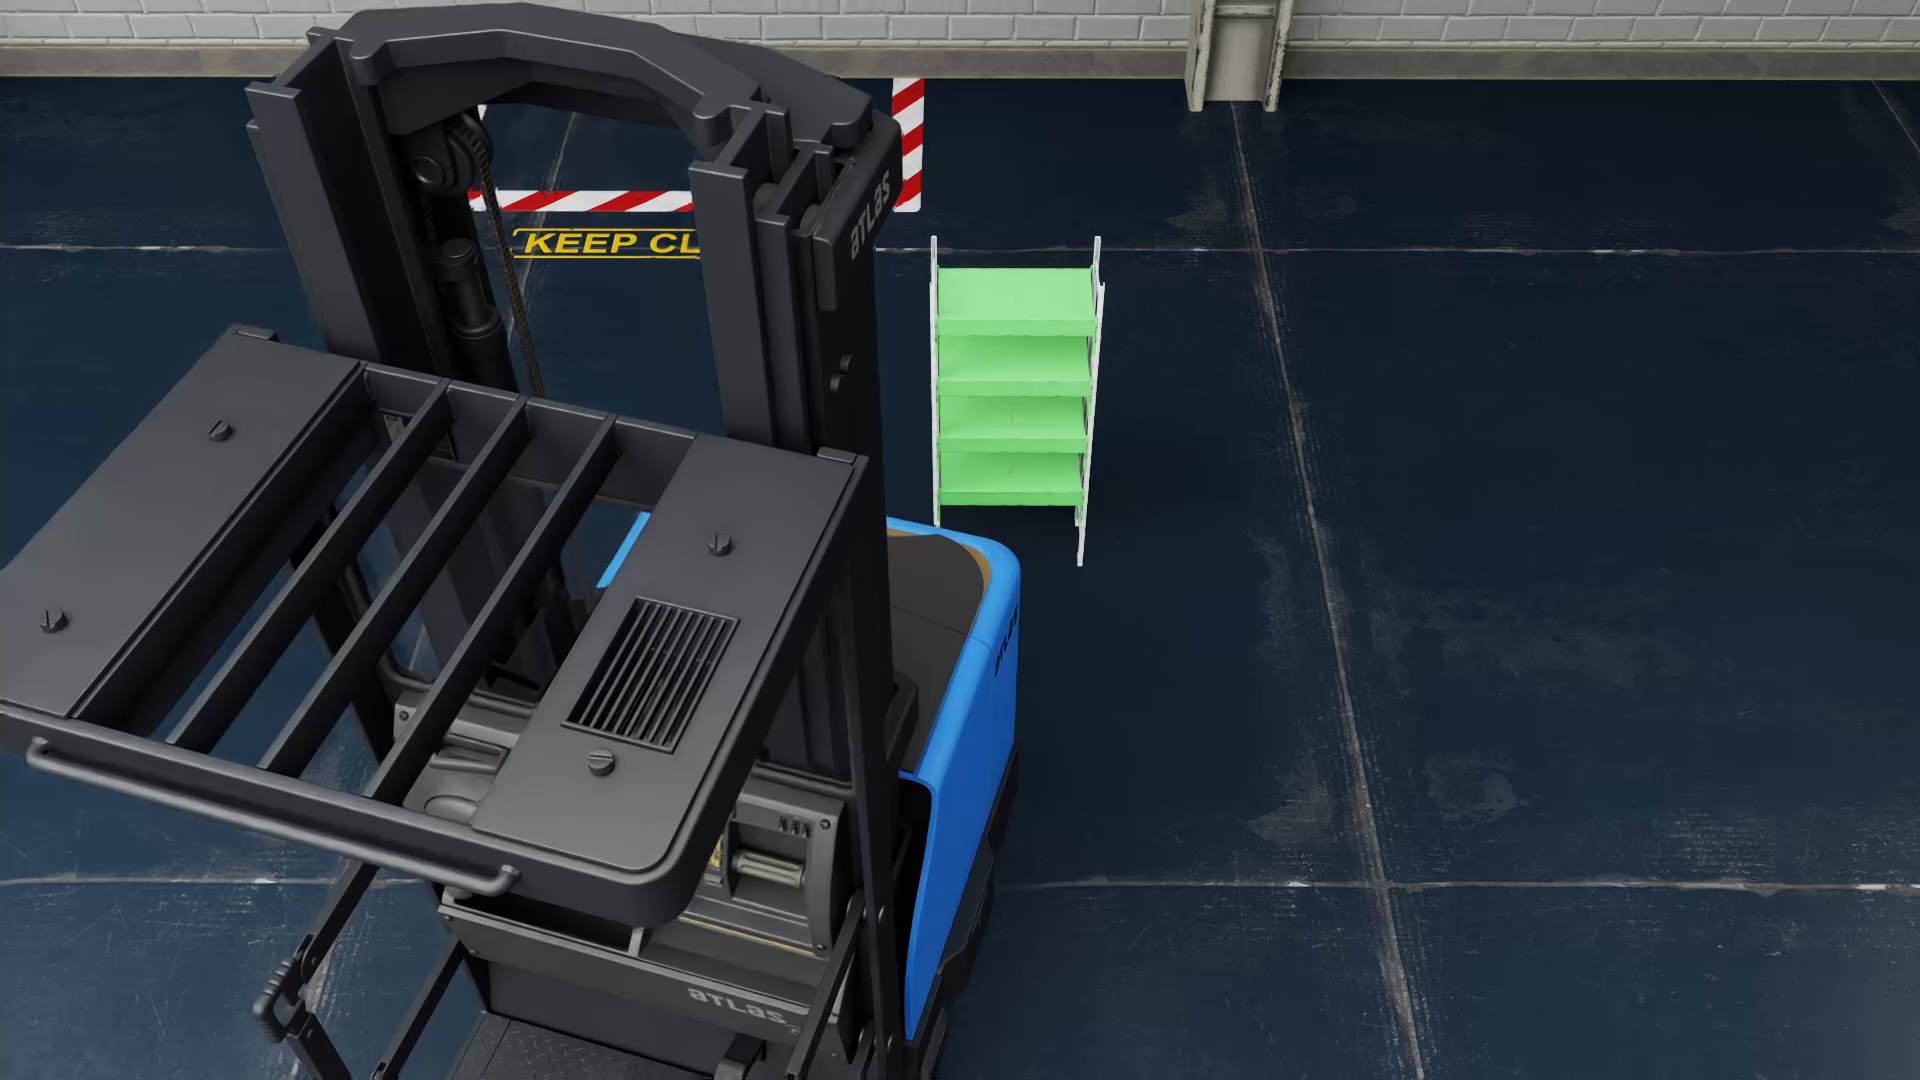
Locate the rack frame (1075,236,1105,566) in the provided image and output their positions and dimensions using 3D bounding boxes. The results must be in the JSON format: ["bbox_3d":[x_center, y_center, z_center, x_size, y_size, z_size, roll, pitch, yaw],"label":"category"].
[{"bbox_3d":[0.410,-0.408,5.310,0.015,1.200,0.240,0,47,0],"label":"rack frame"}]

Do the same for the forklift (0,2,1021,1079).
[{"bbox_3d":[-0.740,0.677,3.118,1.130,2.935,3.031,12,48,11],"label":"forklift"}]

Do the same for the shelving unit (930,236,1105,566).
[{"bbox_3d":[0.166,-0.408,5.310,0.503,1.200,0.258,0,47,0],"label":"shelving unit"}]

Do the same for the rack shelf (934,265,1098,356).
[{"bbox_3d":[0.166,-0.692,5.006,0.480,0.148,0.258,0,47,0],"label":"rack shelf"}]

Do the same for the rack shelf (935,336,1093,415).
[{"bbox_3d":[0.166,-0.528,5.181,0.480,0.148,0.258,0,47,0],"label":"rack shelf"}]

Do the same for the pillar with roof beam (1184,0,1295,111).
[{"bbox_3d":[1.229,-1.979,1.444,0.400,9.000,9.100,0,47,0],"label":"pillar with roof beam"}]

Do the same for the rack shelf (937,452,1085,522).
[{"bbox_3d":[0.166,-0.201,5.533,0.480,0.148,0.258,0,47,0],"label":"rack shelf"}]

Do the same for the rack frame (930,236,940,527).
[{"bbox_3d":[-0.078,-0.409,5.311,0.015,1.200,0.240,0,47,0],"label":"rack frame"}]

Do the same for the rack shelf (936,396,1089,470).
[{"bbox_3d":[0.166,-0.365,5.357,0.480,0.148,0.258,0,47,0],"label":"rack shelf"}]
